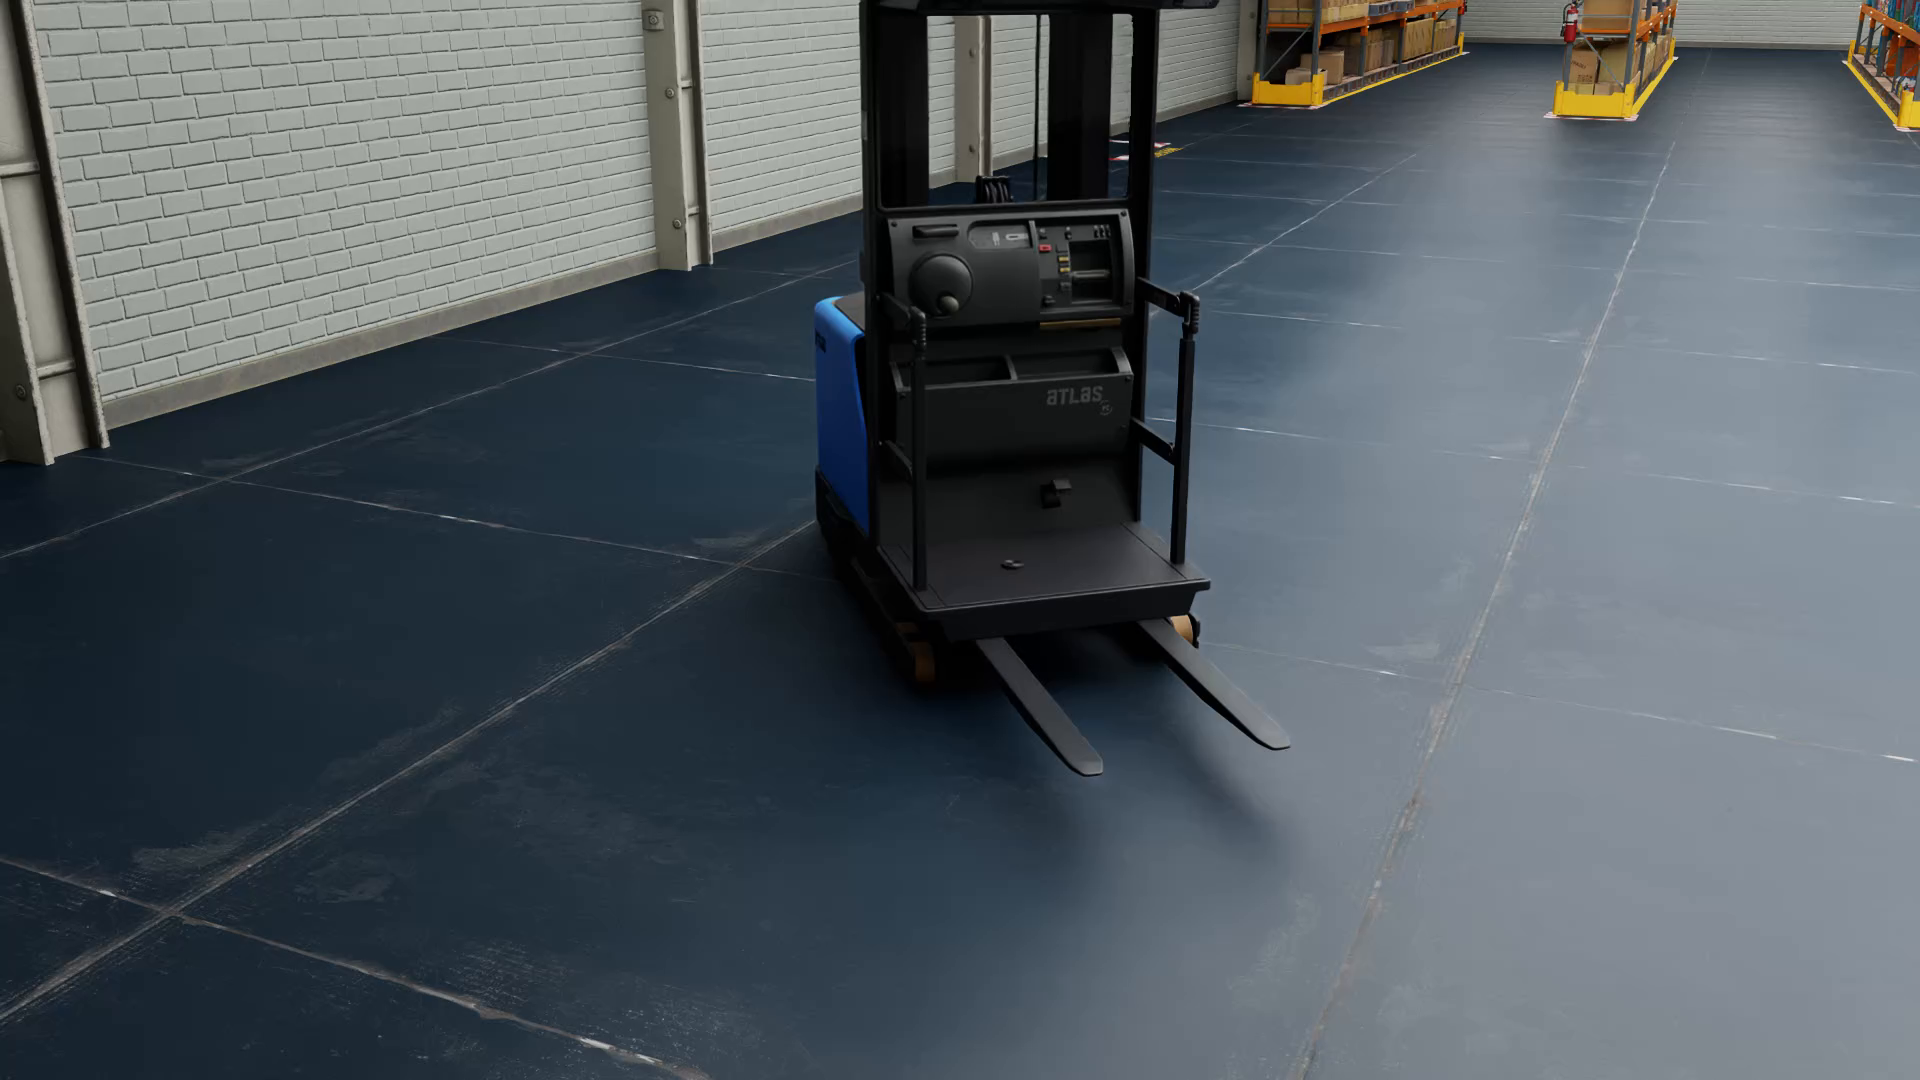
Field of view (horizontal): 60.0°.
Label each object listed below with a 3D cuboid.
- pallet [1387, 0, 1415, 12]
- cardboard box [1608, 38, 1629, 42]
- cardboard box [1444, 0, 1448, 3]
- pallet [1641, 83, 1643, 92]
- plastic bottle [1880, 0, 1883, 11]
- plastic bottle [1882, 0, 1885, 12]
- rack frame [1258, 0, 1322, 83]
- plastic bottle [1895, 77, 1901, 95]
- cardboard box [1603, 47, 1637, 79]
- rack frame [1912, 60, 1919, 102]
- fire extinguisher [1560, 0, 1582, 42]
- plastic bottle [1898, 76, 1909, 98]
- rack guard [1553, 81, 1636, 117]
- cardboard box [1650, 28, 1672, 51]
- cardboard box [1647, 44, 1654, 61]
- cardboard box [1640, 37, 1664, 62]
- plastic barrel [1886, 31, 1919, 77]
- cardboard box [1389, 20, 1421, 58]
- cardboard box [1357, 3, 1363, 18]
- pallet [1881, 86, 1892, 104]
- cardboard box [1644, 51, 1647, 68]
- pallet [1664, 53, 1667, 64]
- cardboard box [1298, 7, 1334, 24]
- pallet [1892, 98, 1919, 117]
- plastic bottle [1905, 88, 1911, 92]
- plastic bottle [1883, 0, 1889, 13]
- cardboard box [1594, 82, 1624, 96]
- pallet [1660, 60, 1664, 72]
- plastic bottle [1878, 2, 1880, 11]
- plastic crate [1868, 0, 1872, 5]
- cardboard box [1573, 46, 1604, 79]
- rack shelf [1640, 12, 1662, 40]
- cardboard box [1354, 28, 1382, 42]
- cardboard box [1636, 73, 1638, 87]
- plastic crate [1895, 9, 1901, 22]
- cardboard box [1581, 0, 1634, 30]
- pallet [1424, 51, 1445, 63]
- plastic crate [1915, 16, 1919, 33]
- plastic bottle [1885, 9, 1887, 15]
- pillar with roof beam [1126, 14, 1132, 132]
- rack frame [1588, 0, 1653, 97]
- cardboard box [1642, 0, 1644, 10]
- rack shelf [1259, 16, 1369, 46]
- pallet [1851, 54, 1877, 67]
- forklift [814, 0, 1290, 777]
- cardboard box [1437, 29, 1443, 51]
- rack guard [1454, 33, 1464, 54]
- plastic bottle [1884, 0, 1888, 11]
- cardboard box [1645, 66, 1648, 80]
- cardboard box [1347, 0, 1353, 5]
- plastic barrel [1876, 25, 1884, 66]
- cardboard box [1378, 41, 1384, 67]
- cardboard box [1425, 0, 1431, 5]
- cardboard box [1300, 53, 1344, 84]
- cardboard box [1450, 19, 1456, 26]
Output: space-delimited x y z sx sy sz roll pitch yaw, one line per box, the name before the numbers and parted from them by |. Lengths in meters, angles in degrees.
pallet | 8.654 -11.004 34.221 1.213 0.211 1.003 9 21 23
cardboard box | 13.557 -10.367 34.098 0.500 0.250 0.500 9 22 25
cardboard box | 11.027 -13.077 39.315 0.980 0.700 0.700 8 21 21
pallet | 11.997 -8.342 30.611 1.003 0.211 1.213 9 21 23
plastic bottle | 18.608 -10.760 33.432 0.152 0.276 0.135 9 21 23
plastic bottle | 18.364 -10.616 32.917 0.144 0.351 0.185 9 21 23
rack frame | 5.572 -8.881 27.966 1.000 3.000 0.127 9 21 23
plastic bottle | 15.611 -7.529 27.571 0.152 0.276 0.135 9 22 25
cardboard box | 10.912 -7.900 27.563 0.500 0.500 0.500 9 21 23
rack frame | 14.611 -7.522 24.143 1.000 3.000 0.127 9 21 23
fire extinguisher | 9.621 -8.194 26.148 0.296 0.674 0.183 9 21 23
plastic bottle | 15.288 -7.327 26.890 0.144 0.351 0.185 8 21 22
rack guard | 10.083 -7.018 26.456 1.175 0.500 0.348 9 21 23
cardboard box | 16.647 -11.923 39.593 0.500 0.500 0.500 9 21 23
cardboard box | 13.172 -9.461 32.236 0.500 0.311 0.500 8 21 22
cardboard box | 14.651 -10.407 35.330 0.500 0.500 0.500 9 21 23
plastic barrel | 18.071 -9.295 31.740 0.600 0.830 0.708 9 21 23
cardboard box | 9.634 -10.986 36.464 0.750 0.750 0.750 8 21 22
cardboard box | 7.081 -9.705 30.476 0.500 0.250 0.500 9 21 23
pallet | 16.535 -7.676 28.739 1.003 0.211 1.213 9 21 23
cardboard box | 12.128 -8.684 30.051 0.500 0.311 0.500 9 21 23
pallet | 15.787 -11.141 38.482 1.003 0.211 1.213 9 21 23
cardboard box | 6.062 -8.926 28.284 0.500 0.250 0.500 8 21 21
pallet | 15.437 -6.857 26.435 1.003 0.211 1.213 9 21 23
plastic bottle | 14.963 -7.032 26.286 0.097 0.201 0.097 0 20 0
plastic bottle | 18.234 -10.519 32.644 0.144 0.351 0.185 9 21 23
cardboard box | 10.516 -7.239 26.823 0.500 0.250 0.500 9 21 23
pallet | 14.708 -10.303 36.126 1.003 0.211 1.213 9 21 23
plastic bottle | 18.838 -10.931 33.913 0.152 0.276 0.135 9 21 23
plastic crate | 20.099 -11.838 36.439 0.416 0.233 0.300 9 21 23
cardboard box | 10.437 -7.971 27.763 0.500 0.500 0.500 9 21 23
rack shelf | 12.550 -9.698 31.335 1.077 0.370 4.000 9 21 23
cardboard box | 8.310 -10.317 33.957 0.500 0.250 0.500 9 21 24
cardboard box | 11.527 -8.005 28.977 0.500 0.250 0.500 9 21 23
plastic crate | 16.704 -9.216 29.223 0.450 0.188 0.662 9 21 23
cardboard box | 10.296 -8.391 26.437 0.700 0.500 0.500 9 21 23
pallet | 10.869 -11.458 39.371 1.003 0.211 1.213 9 21 23
plastic crate | 14.814 -7.844 25.270 0.499 0.251 0.408 9 21 23
plastic bottle | 17.941 -10.249 32.107 0.097 0.201 0.097 0 20 0
pillar with roof beam | 6.540 -9.616 21.077 9.100 9.000 0.400 9 21 23
rack frame | 11.731 -9.426 29.496 1.000 3.000 0.127 9 21 23
cardboard box | 12.276 -9.866 30.586 0.500 0.500 0.500 10 22 27
rack shelf | 6.391 -9.154 29.805 1.077 0.370 4.000 9 21 23
pallet | 20.789 -10.853 37.670 1.003 0.211 1.213 9 21 23
forklift | 0.256 -1.000 5.907 1.130 2.935 3.031 -6 20 -15
cardboard box | 11.095 -11.938 39.663 0.700 0.500 0.500 8 21 22
rack guard | 12.134 -12.602 42.158 1.175 0.500 0.348 9 21 23
plastic bottle | 18.131 -10.444 32.534 0.061 0.283 0.133 9 21 23
cardboard box | 12.542 -8.732 31.022 0.500 0.250 0.500 8 21 21
cardboard box | 6.671 -9.744 29.467 0.500 0.500 0.500 9 22 24
plastic barrel | 19.286 -10.236 34.278 0.600 0.901 0.708 9 21 23
cardboard box | 8.284 -9.988 34.150 0.700 0.500 0.500 9 21 23
cardboard box | 10.322 -12.056 37.238 0.380 0.149 0.250 9 21 23
cardboard box | 6.517 -8.502 29.972 0.700 0.500 0.500 7 21 19
cardboard box | 12.042 -12.806 41.138 0.380 0.149 0.250 8 21 22
